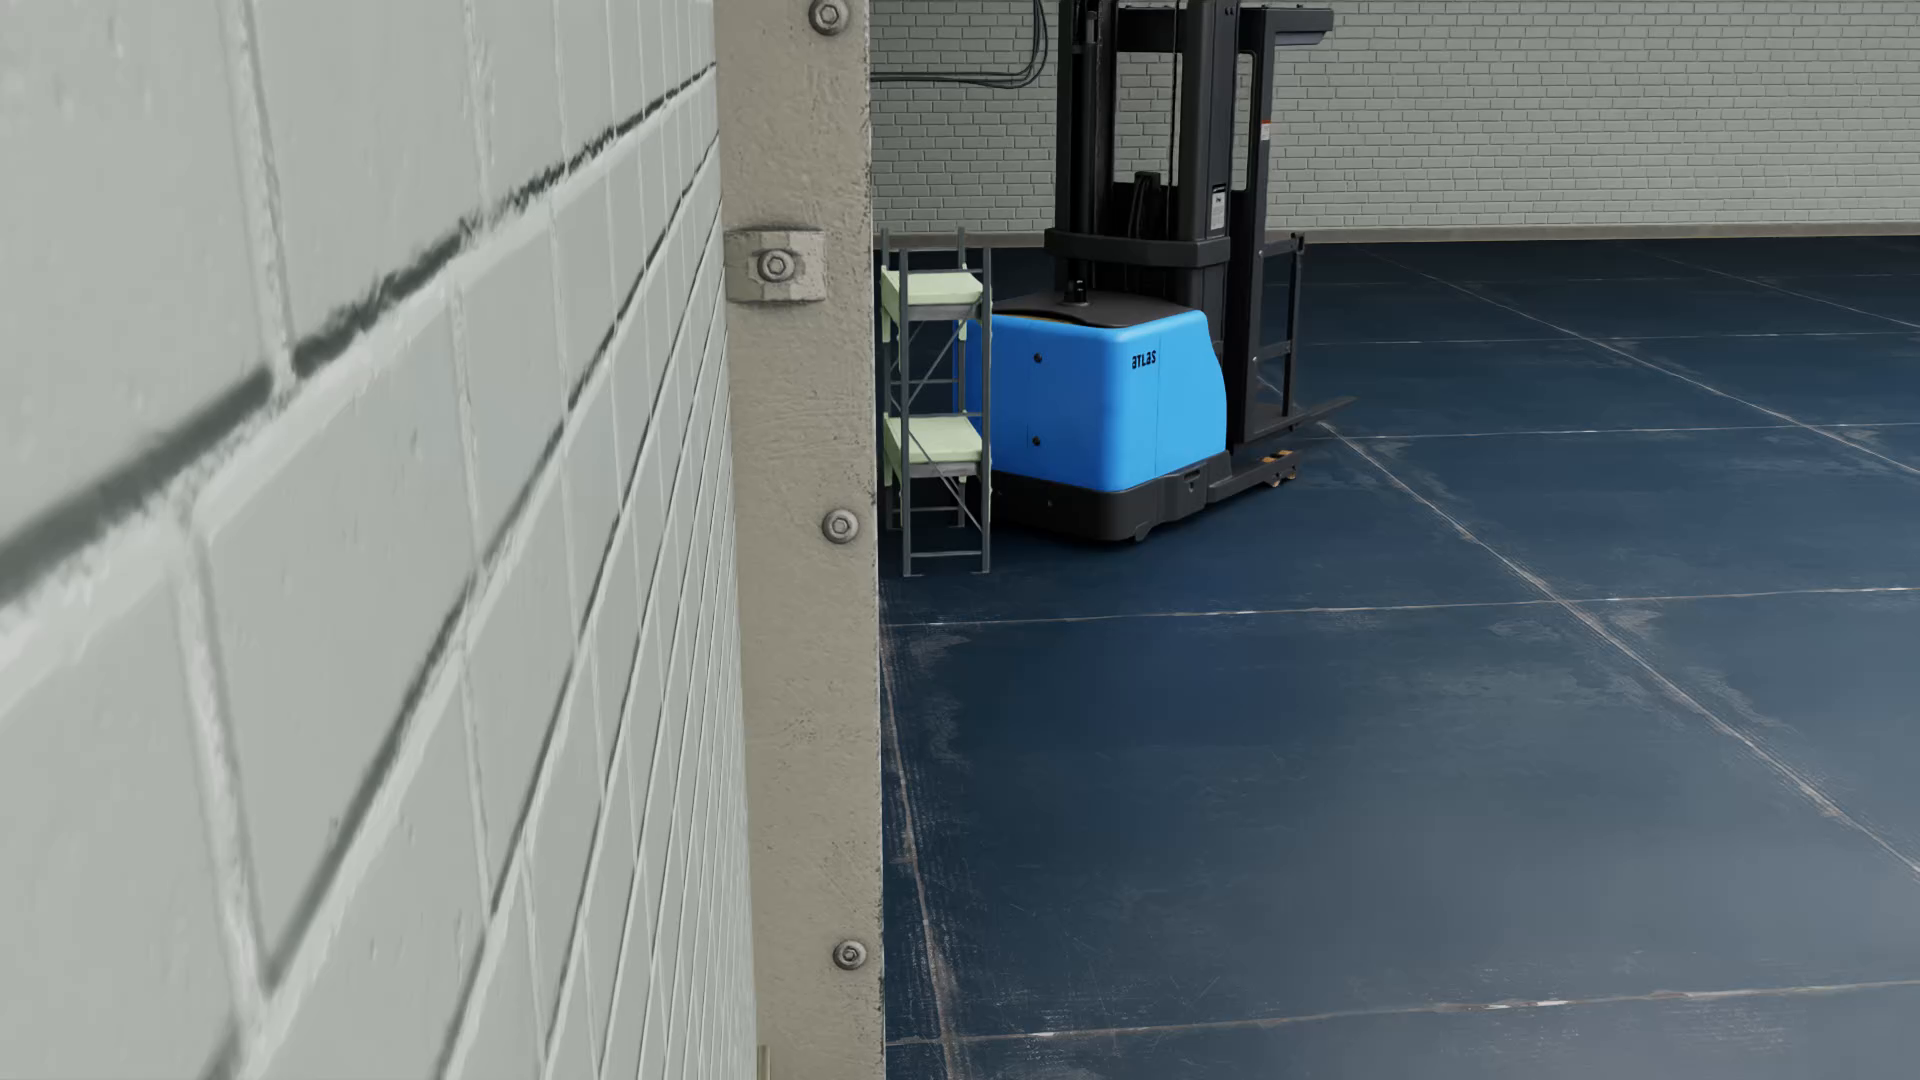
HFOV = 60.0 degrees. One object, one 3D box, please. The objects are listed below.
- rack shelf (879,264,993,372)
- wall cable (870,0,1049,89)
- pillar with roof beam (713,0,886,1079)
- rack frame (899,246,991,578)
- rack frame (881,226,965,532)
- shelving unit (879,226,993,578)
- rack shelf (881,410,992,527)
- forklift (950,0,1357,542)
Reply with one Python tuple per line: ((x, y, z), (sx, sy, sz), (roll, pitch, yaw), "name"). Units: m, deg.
((-0.119, -1.034, 7.664), (0.431, 0.370, 0.720), (-3, 18, -8), "rack shelf")
((-0.577, -6.040, 17.575), (3.097, 2.526, 0.112), (-2, 18, -6), "wall cable")
((3.931, -3.160, 3.220), (9.100, 9.000, 0.400), (-2, 18, -6), "pillar with roof beam")
((-0.064, -0.553, 7.435), (0.400, 1.500, 0.023), (-3, 18, -8), "rack frame")
((-0.174, -0.770, 8.126), (0.400, 1.500, 0.023), (-3, 18, -8), "rack frame")
((-0.119, -0.662, 7.781), (0.431, 1.500, 0.755), (-3, 18, -8), "shelving unit")
((-0.119, -0.351, 7.878), (0.431, 0.370, 0.720), (-3, 18, -8), "rack shelf")
((1.249, -1.766, 8.909), (1.130, 2.935, 3.031), (13, 22, 36), "forklift")
